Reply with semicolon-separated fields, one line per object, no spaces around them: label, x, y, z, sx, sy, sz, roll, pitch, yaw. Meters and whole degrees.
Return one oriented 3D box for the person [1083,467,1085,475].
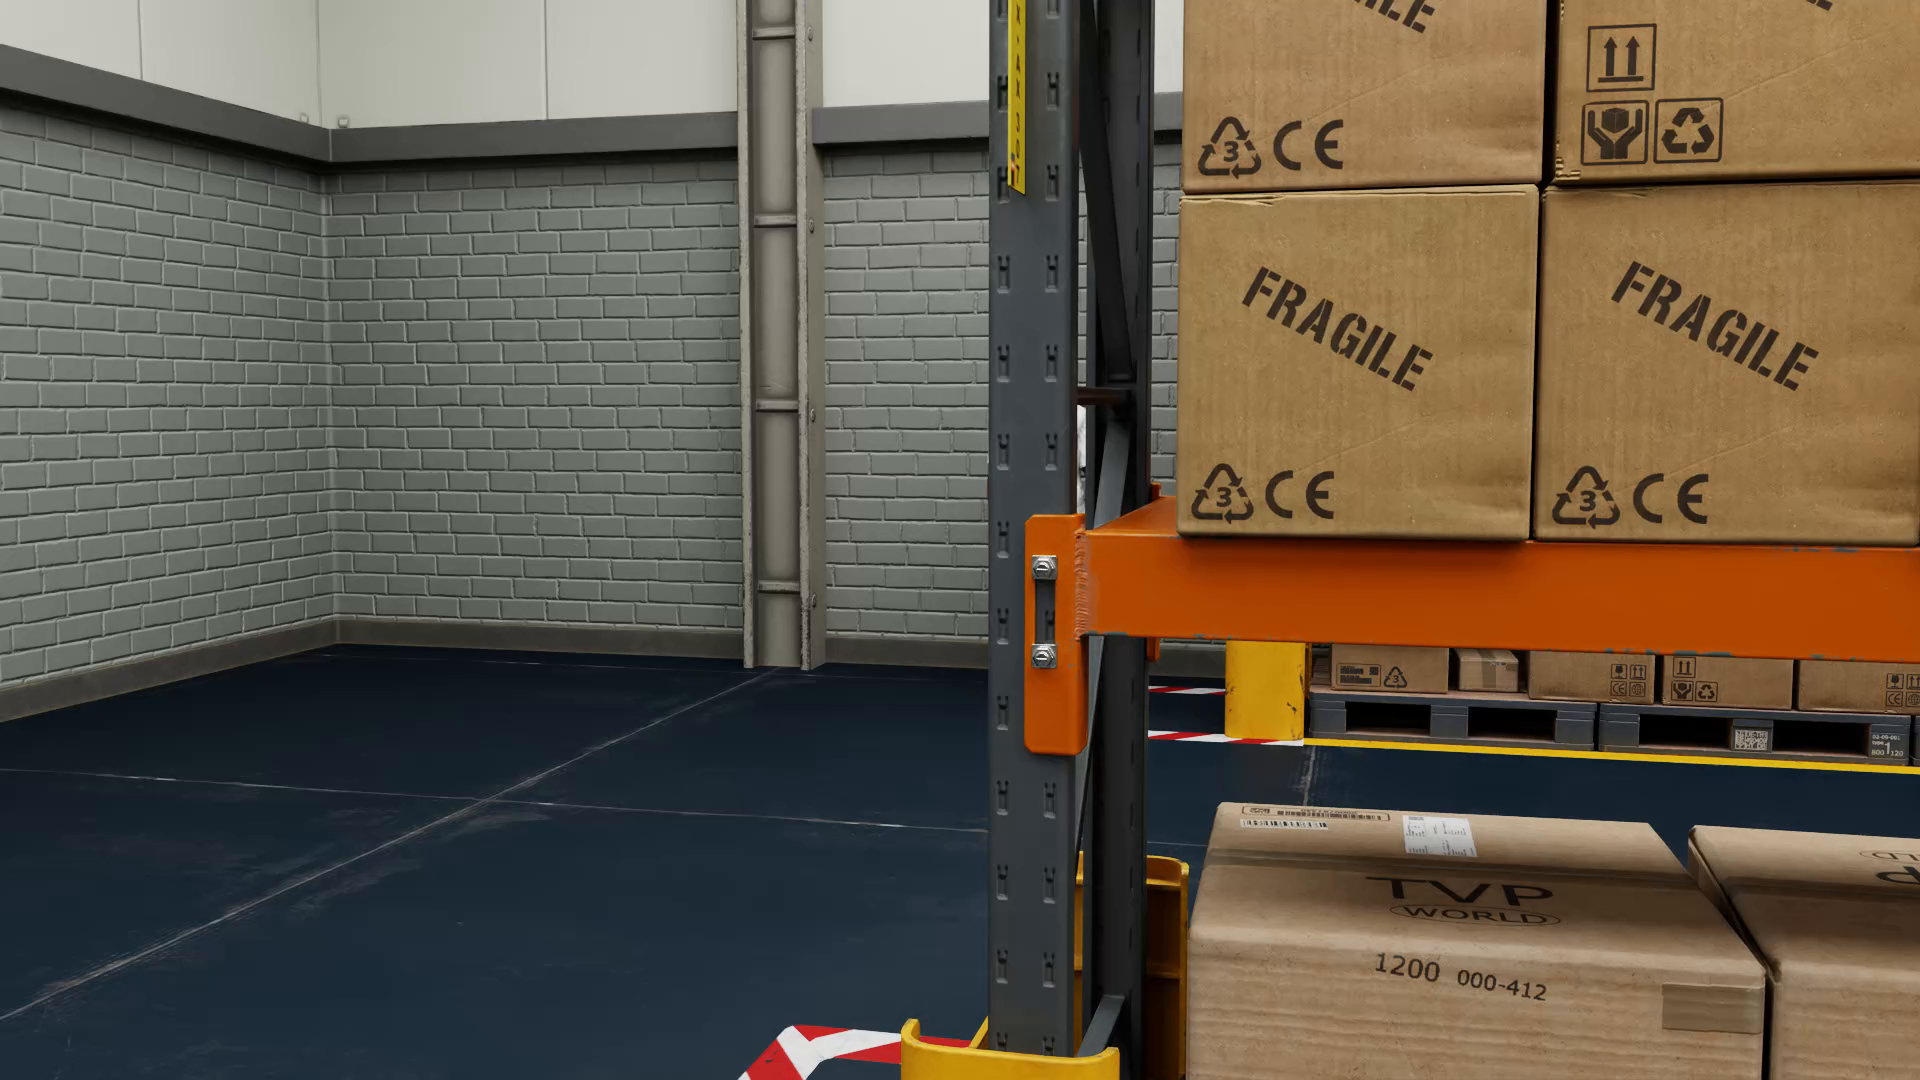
person;0.448;-0.088;8.336;0.628;1.662;0.356;2;5;22
